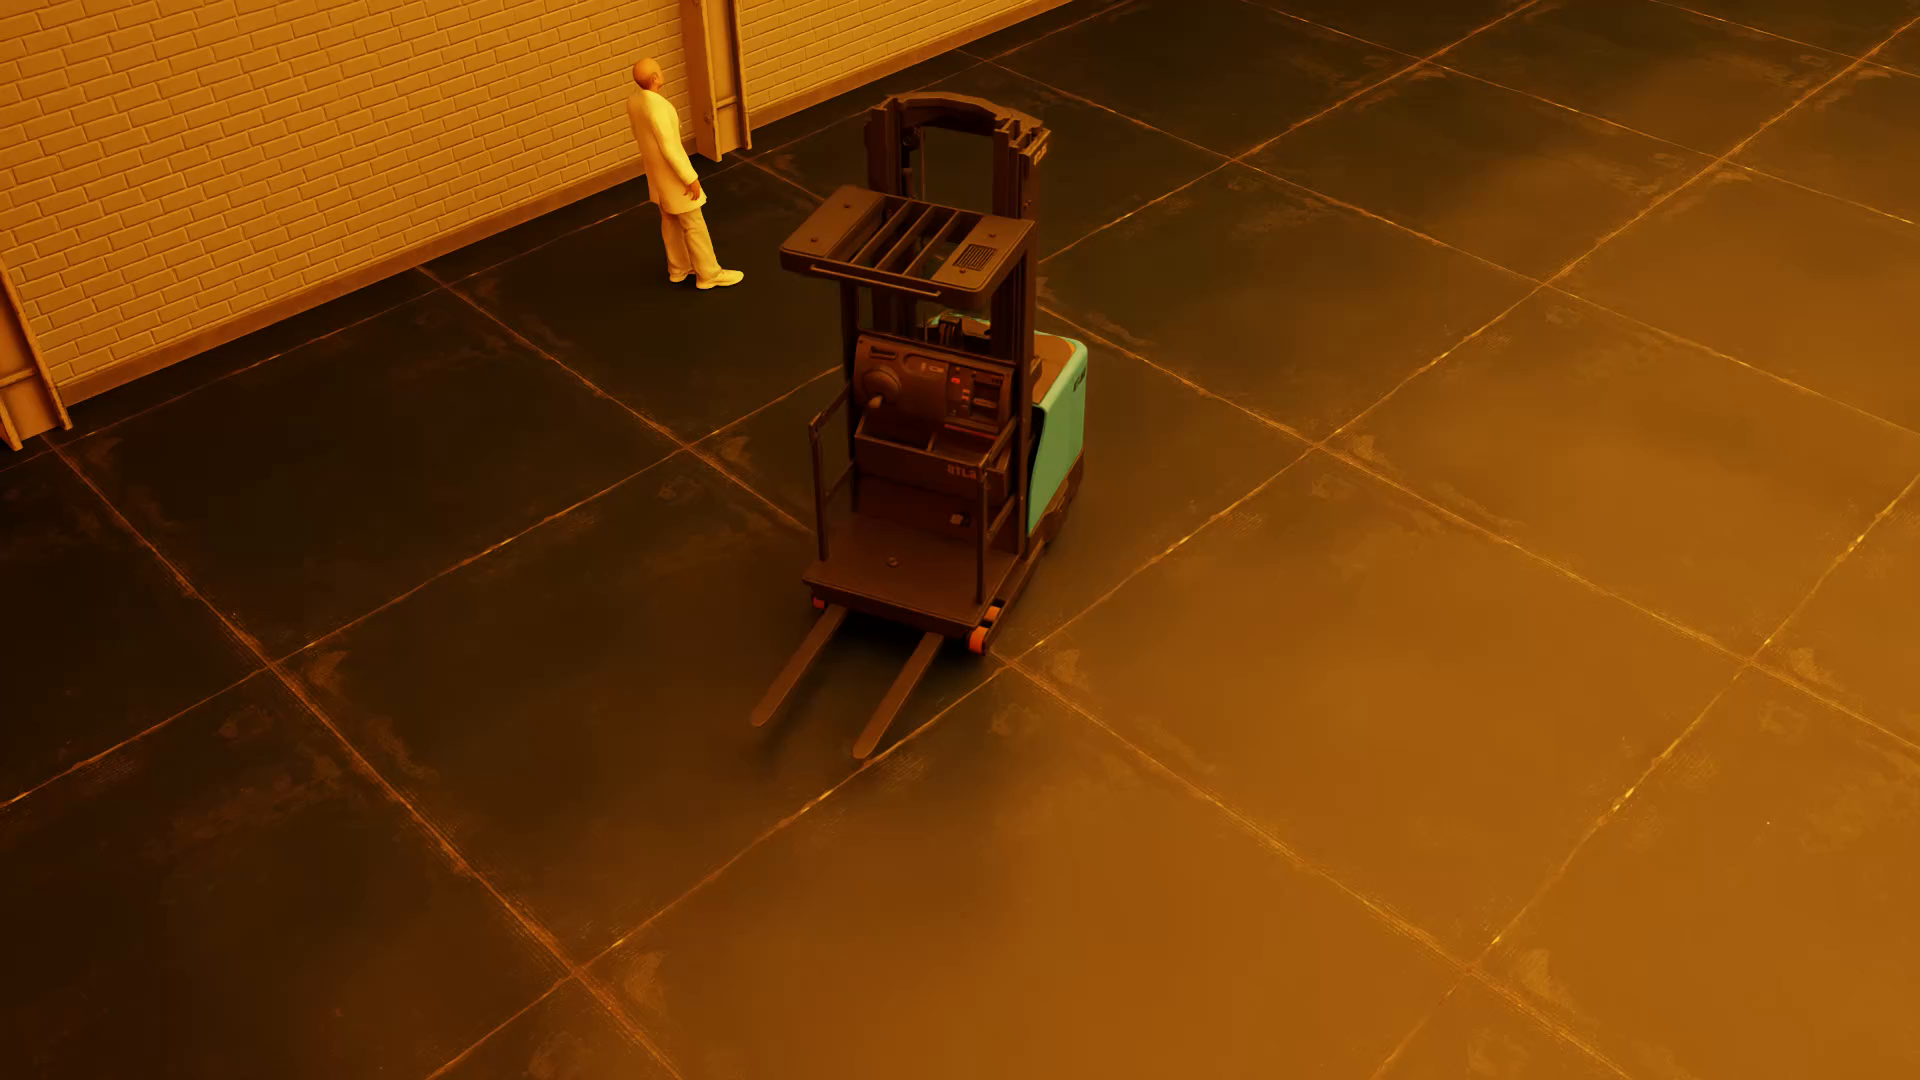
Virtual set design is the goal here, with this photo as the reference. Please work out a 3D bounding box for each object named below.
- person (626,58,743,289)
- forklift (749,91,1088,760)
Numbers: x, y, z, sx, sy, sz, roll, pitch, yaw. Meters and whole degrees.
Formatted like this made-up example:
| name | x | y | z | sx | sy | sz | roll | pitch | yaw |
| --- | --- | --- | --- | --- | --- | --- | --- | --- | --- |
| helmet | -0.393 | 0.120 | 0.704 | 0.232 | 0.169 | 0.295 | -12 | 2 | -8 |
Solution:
| name | x | y | z | sx | sy | sz | roll | pitch | yaw |
| --- | --- | --- | --- | --- | --- | --- | --- | --- | --- |
| person | -2.077 | -2.751 | 12.377 | 0.583 | 1.775 | 0.695 | -24 | 45 | -26 |
| forklift | -0.234 | -0.782 | 9.057 | 1.130 | 2.935 | 3.031 | 15 | 41 | 17 |
